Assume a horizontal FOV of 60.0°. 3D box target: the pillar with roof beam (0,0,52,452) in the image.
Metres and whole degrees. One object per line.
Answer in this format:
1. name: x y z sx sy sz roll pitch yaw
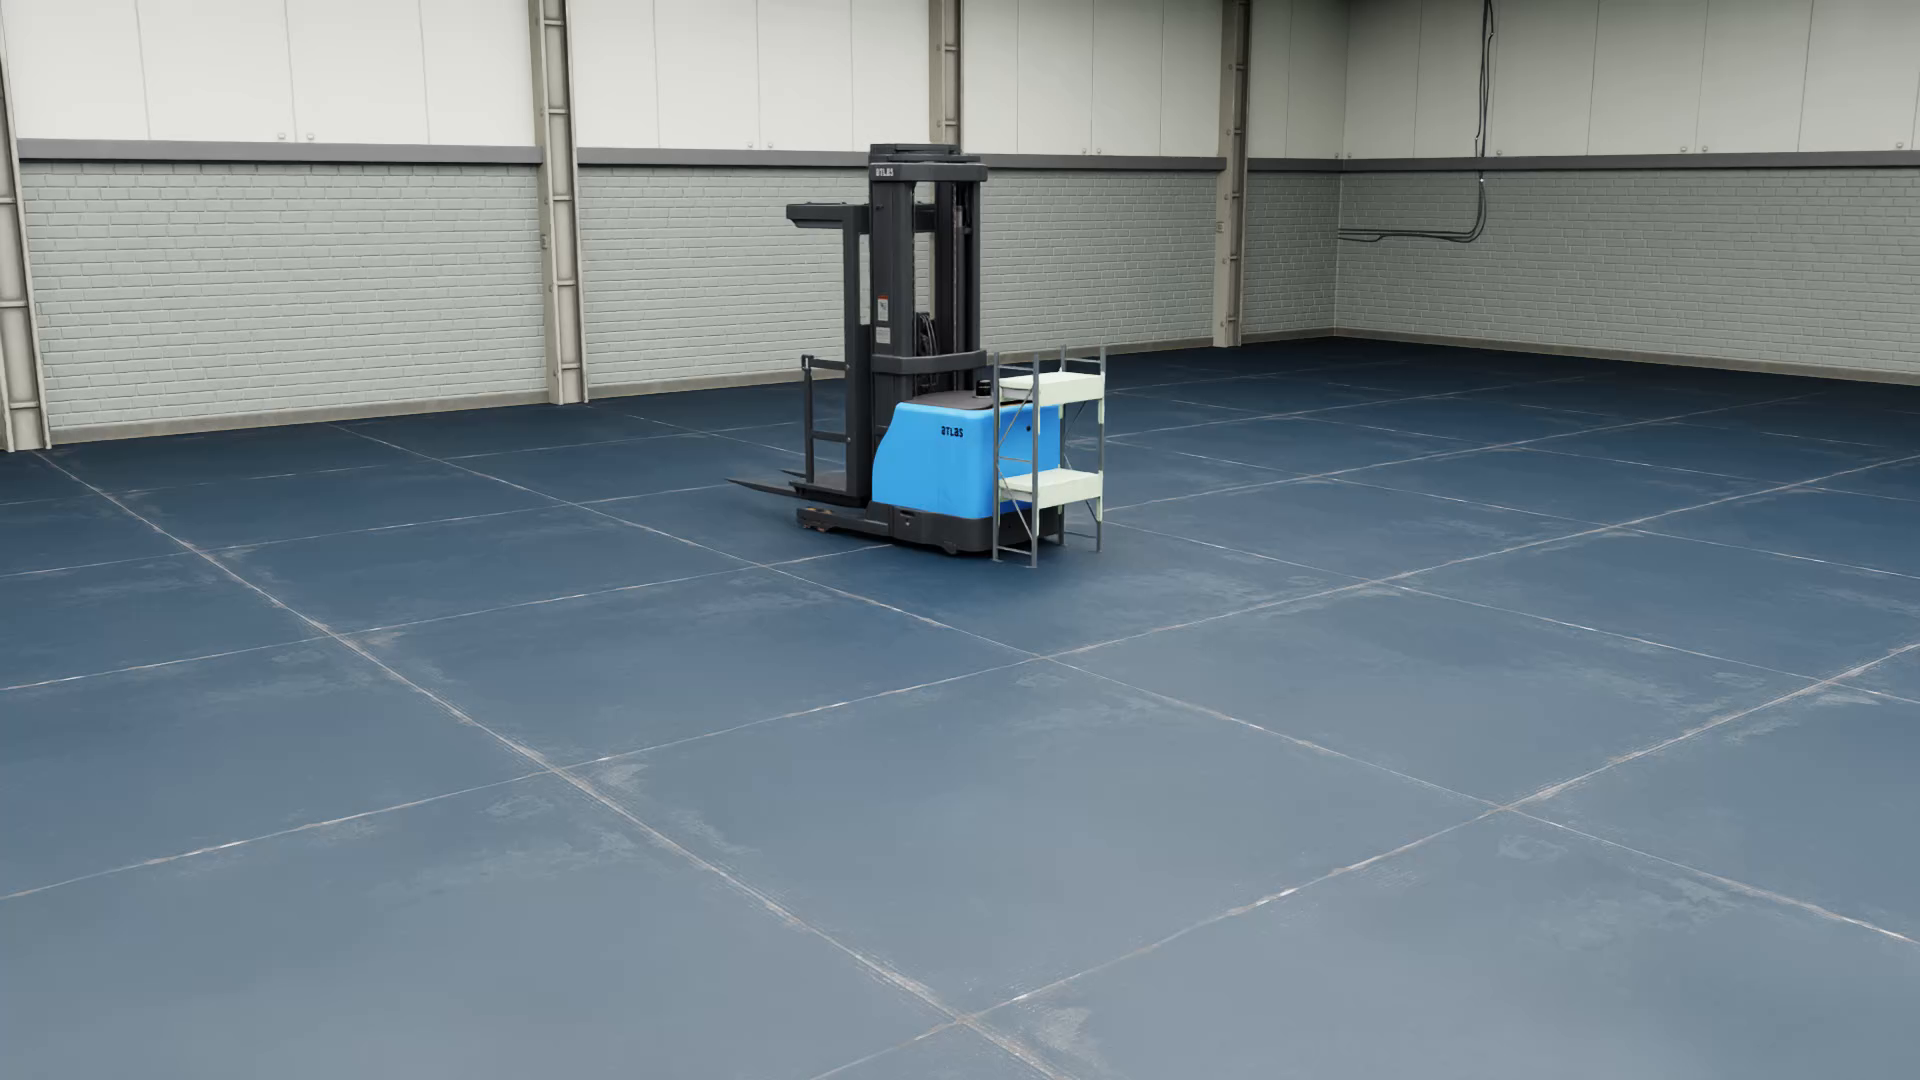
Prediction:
1. pillar with roof beam: -6.872 -4.642 12.825 0.400 9.000 9.100 -9 15 -38

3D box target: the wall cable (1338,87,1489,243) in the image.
1. wall cable: 7.621 -6.325 28.225 0.112 2.526 3.097 -9 15 -38

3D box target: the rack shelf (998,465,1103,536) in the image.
1. rack shelf: 0.638 -0.294 11.971 0.431 0.370 0.720 11 16 42

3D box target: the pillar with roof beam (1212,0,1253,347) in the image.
1. pillar with roof beam: 7.183 -6.978 23.824 0.400 9.000 9.100 -9 15 -38

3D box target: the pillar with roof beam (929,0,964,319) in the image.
1. pillar with roof beam: 2.498 -6.199 20.158 0.400 9.000 9.100 -9 15 -38

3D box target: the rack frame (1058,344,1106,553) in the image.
1. rack frame: 0.889 -0.668 12.164 0.400 1.500 0.023 11 16 42

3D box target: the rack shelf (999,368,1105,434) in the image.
1. rack shelf: 0.639 -0.995 11.822 0.431 0.370 0.720 11 16 42

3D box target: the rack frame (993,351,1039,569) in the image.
1. rack frame: 0.388 -0.557 11.642 0.400 1.500 0.023 11 16 42

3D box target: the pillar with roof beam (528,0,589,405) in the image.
1. pillar with roof beam: -2.187 -5.420 16.491 0.400 9.000 9.100 -9 15 -38

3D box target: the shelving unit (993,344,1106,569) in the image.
1. shelving unit: 0.638 -0.613 11.903 0.431 1.500 0.755 11 16 42

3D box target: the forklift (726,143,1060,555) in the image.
1. forklift: -0.641 -1.564 12.939 3.031 2.935 1.130 11 16 42

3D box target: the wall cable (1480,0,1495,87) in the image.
1. wall cable: 9.311 -8.356 25.634 0.112 2.526 3.097 -9 15 -38
